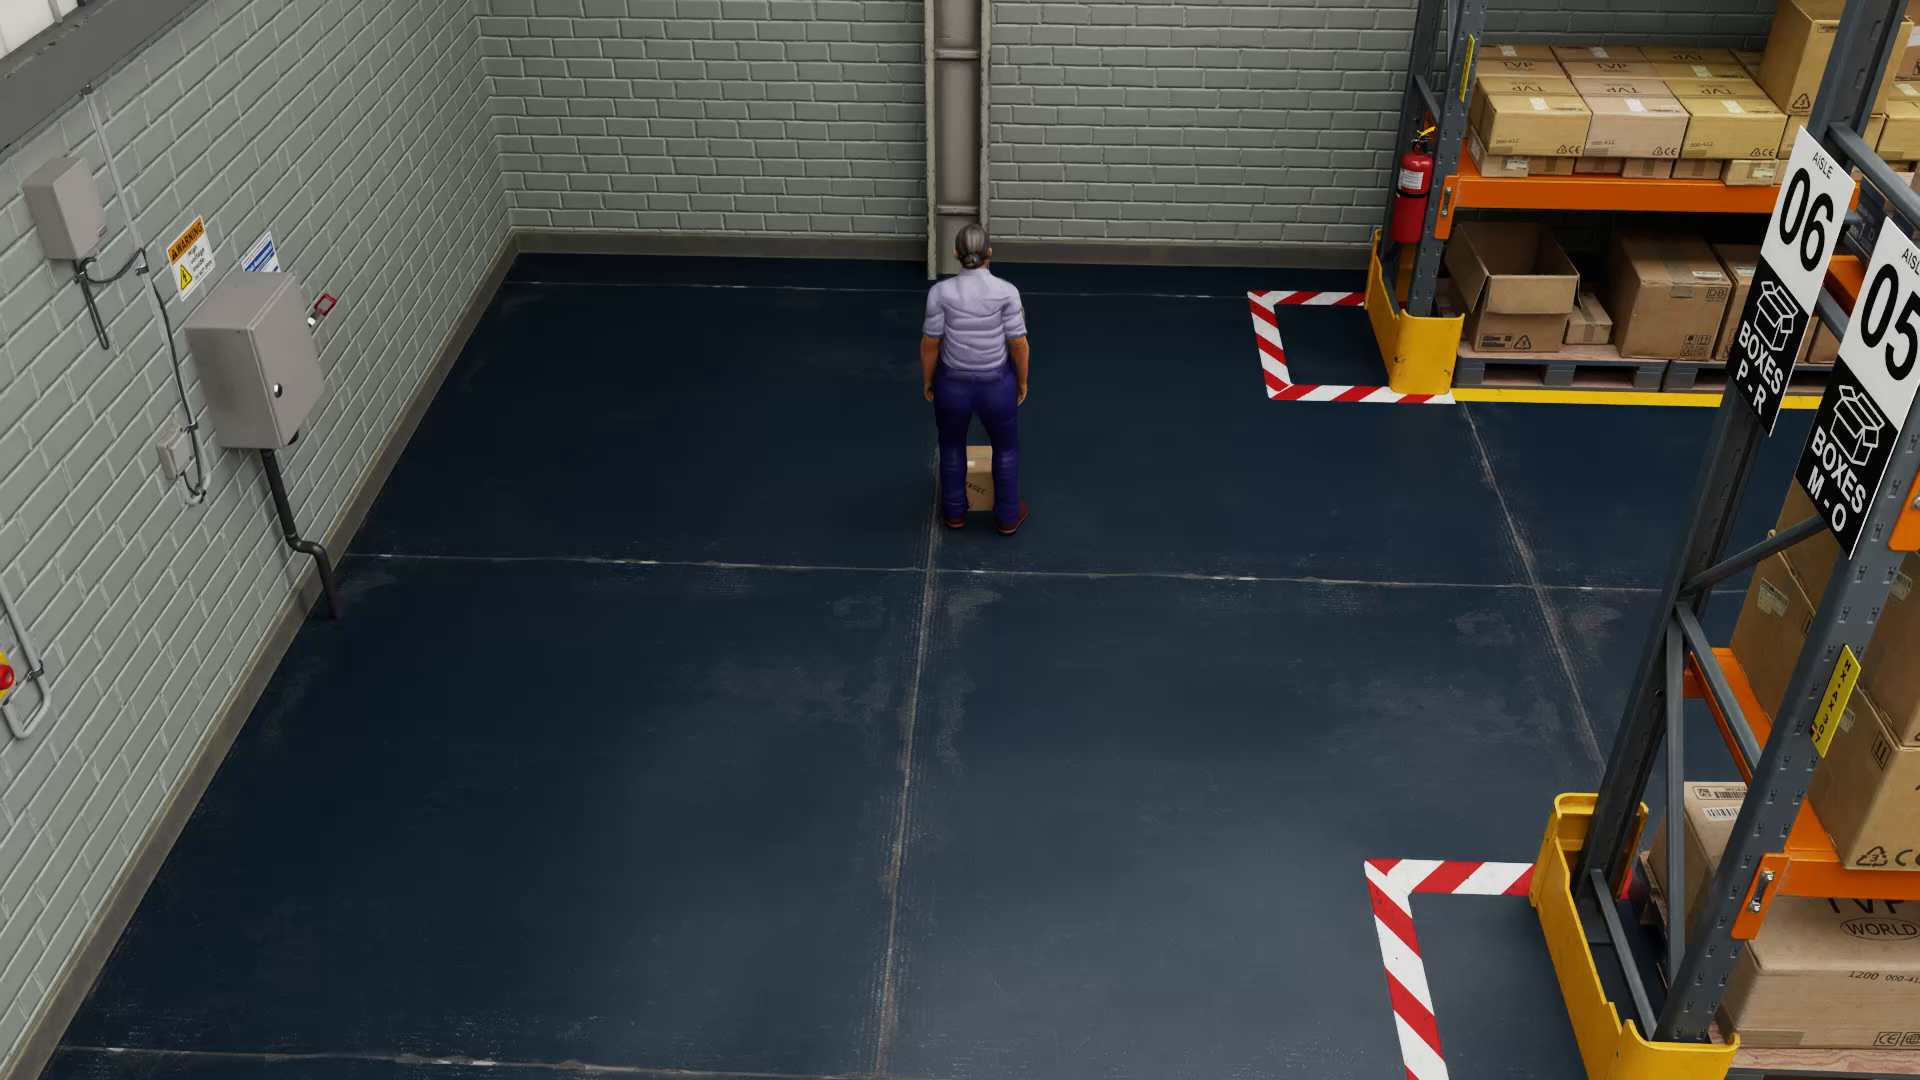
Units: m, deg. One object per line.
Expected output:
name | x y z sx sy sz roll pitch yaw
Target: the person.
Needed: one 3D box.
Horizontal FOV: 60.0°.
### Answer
person | 0.081 -0.766 8.179 0.540 1.652 0.413 1 36 2
